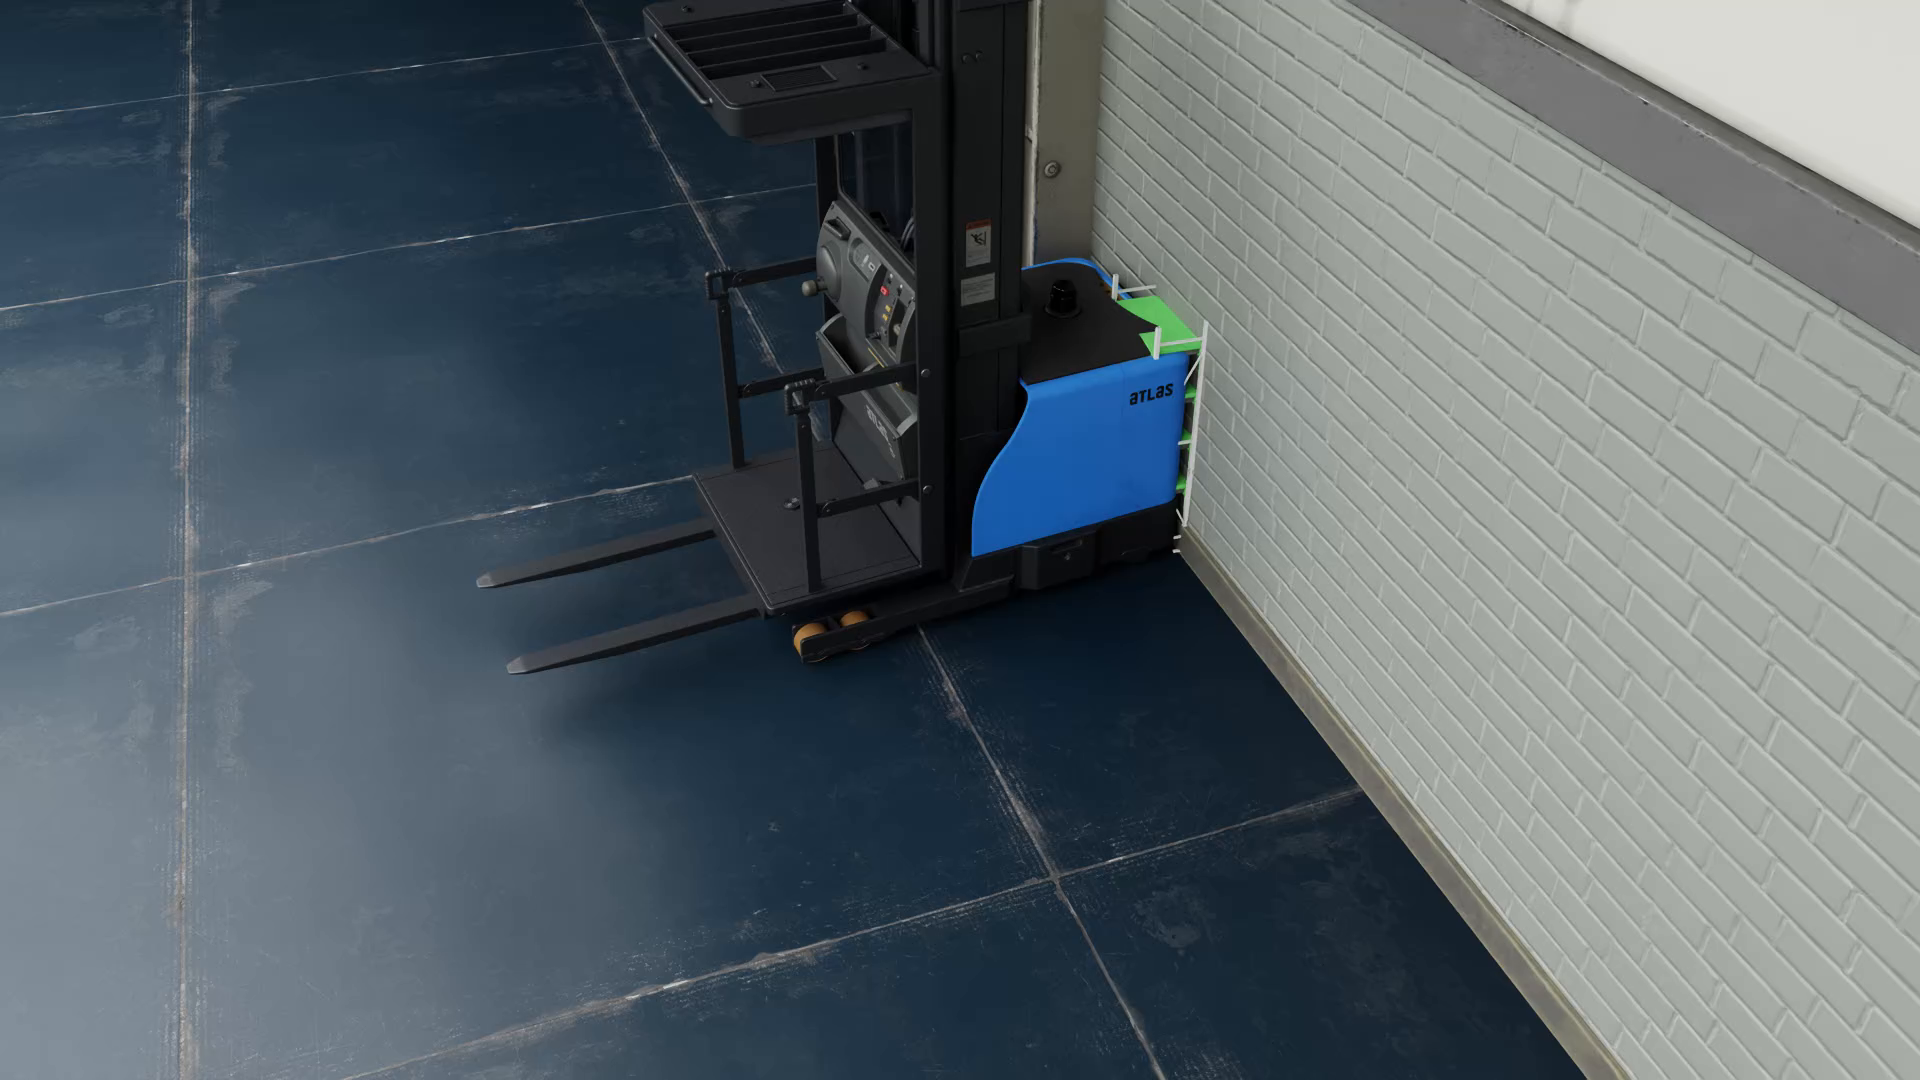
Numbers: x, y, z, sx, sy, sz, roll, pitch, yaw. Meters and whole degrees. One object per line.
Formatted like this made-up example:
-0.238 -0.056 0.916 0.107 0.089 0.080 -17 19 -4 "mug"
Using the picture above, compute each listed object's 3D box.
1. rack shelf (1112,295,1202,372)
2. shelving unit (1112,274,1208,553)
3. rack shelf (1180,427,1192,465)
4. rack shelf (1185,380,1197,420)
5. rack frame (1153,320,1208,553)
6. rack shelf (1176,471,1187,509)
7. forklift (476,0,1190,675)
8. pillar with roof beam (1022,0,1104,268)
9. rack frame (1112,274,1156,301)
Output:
0.857 -0.891 7.224 0.258 0.148 0.480 -10 38 -14 "rack shelf"
0.853 -0.556 7.471 0.258 1.200 0.503 -10 38 -14 "shelving unit"
0.852 -0.504 7.509 0.258 0.148 0.480 -10 38 -14 "rack shelf"
0.855 -0.698 7.367 0.258 0.148 0.480 -10 38 -14 "rack shelf"
0.924 -0.417 7.284 0.240 1.200 0.015 -10 38 -14 "rack frame"
0.850 -0.311 7.652 0.258 0.148 0.480 -10 38 -14 "rack shelf"
-0.568 -1.015 6.662 3.031 2.935 1.130 -15 40 -19 "forklift"
-3.618 -3.404 4.789 9.100 9.000 0.400 -12 39 -16 "pillar with roof beam"
0.782 -0.695 7.659 0.240 1.200 0.015 -10 38 -14 "rack frame"
